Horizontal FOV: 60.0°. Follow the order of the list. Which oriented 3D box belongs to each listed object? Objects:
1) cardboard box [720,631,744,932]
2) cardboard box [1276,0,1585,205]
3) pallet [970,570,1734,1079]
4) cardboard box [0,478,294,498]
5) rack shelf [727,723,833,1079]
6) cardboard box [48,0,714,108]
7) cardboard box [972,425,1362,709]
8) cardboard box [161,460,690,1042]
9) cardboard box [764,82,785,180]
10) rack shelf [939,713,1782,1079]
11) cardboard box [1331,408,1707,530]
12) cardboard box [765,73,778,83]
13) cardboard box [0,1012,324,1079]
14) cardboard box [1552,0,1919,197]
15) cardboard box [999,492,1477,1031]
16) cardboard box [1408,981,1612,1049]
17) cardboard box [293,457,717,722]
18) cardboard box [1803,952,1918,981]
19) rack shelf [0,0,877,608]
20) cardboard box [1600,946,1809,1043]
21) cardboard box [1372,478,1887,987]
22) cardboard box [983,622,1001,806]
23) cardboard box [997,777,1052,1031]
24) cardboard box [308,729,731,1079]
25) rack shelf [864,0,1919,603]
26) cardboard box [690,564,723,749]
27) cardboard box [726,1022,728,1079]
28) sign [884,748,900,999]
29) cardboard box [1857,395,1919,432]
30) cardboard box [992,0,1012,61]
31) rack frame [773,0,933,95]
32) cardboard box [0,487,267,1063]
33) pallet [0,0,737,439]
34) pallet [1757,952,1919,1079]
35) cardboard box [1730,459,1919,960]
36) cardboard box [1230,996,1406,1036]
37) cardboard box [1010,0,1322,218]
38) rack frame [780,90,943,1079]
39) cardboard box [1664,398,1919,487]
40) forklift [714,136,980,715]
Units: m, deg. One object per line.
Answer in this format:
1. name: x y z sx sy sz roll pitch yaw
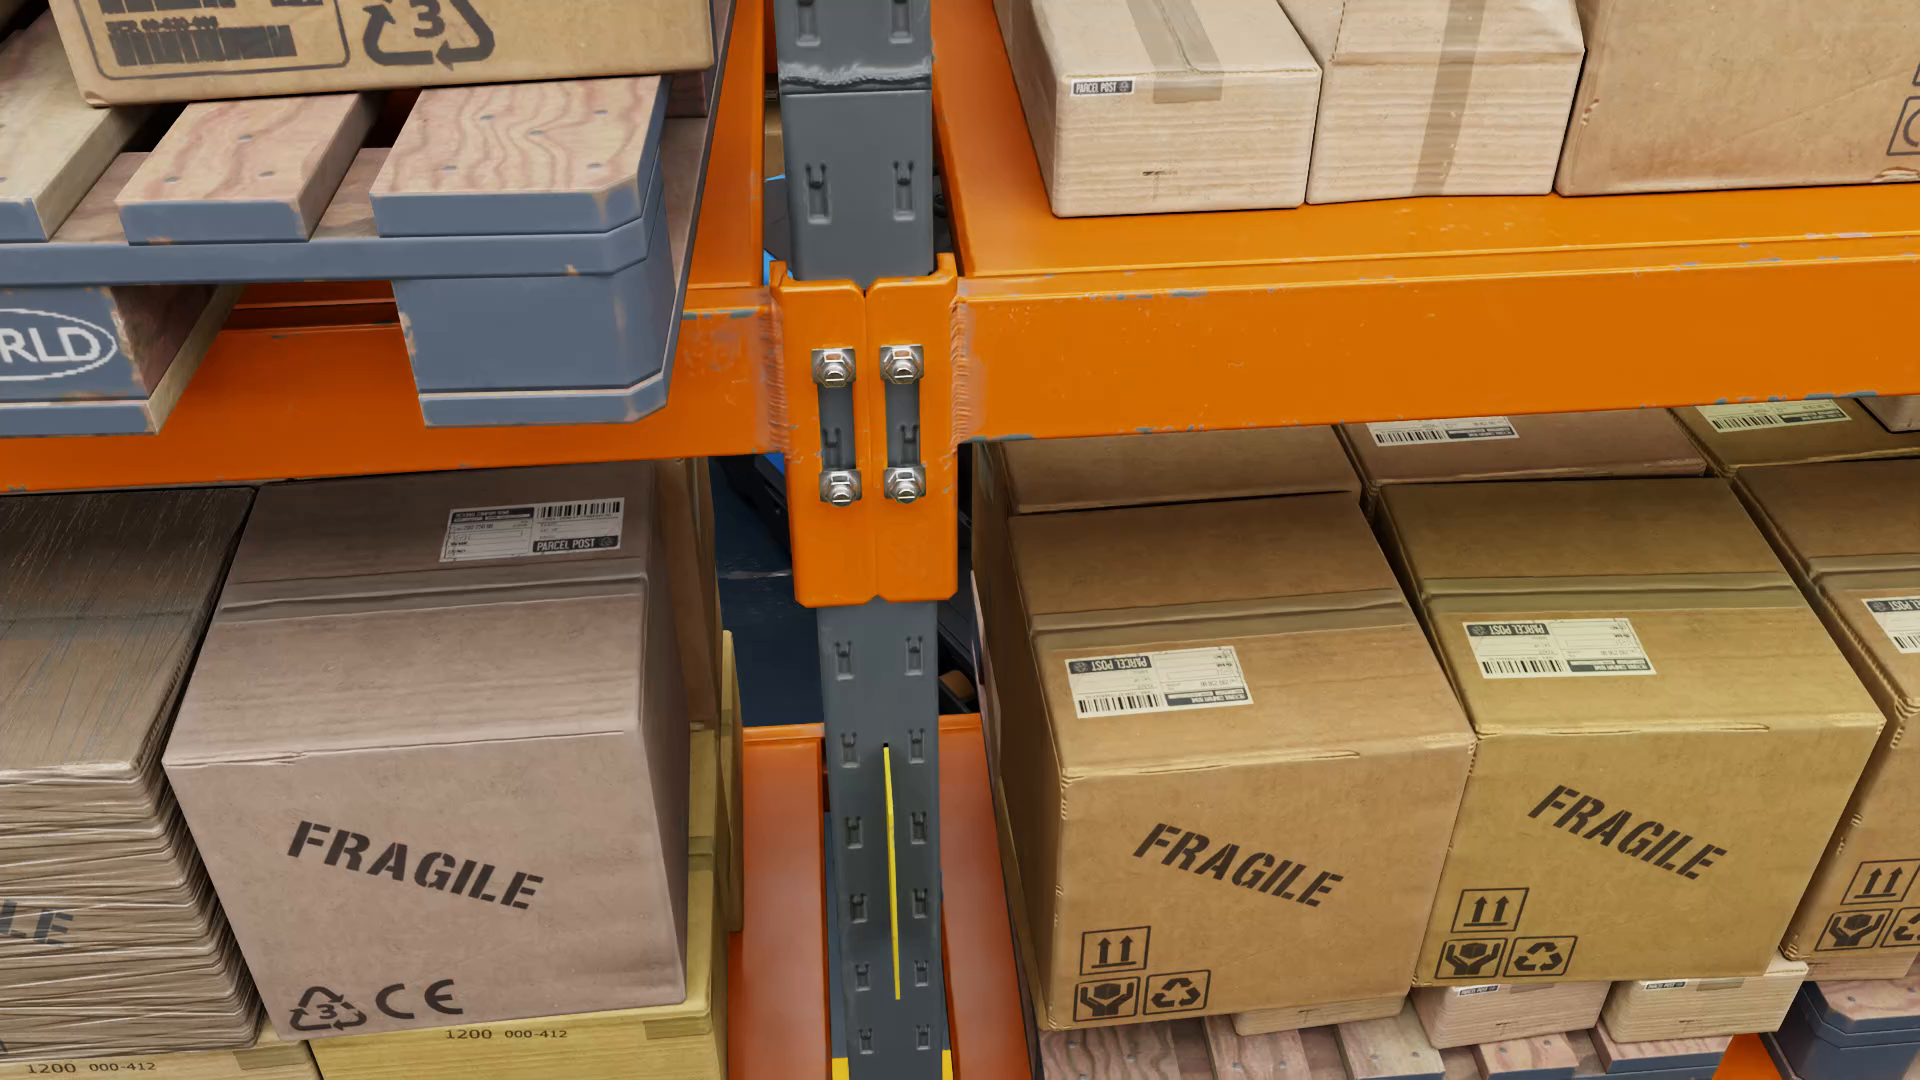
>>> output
1. cardboard box: -0.640 0.429 2.906 0.500 0.250 0.500 -4 38 -5
2. cardboard box: 0.453 -0.553 1.716 0.258 0.266 0.396 -3 38 -4
3. pallet: 0.570 0.469 2.889 1.003 0.211 1.213 -3 38 -4
4. cardboard box: -1.136 -0.024 2.471 0.500 0.500 0.500 -3 38 -4
5. rack shelf: -2.122 0.891 2.780 4.000 0.370 1.077 -3 38 -4
6. cardboard box: -0.492 -0.771 1.461 0.637 0.503 0.797 -5 39 -7
7. cardboard box: 0.298 -0.019 2.692 0.500 0.500 0.500 -4 38 -5
8. cardboard box: -0.622 0.257 2.115 0.500 0.500 0.500 -4 38 -5
9. cardboard box: -0.976 -1.592 7.024 0.500 0.500 0.500 -2 38 -3
10. rack shelf: 1.862 0.671 3.058 4.000 0.370 1.077 -3 38 -4
11. cardboard box: 0.812 -0.054 2.737 0.500 0.500 0.500 -4 38 -5
12. cardboard box: -1.018 -1.897 7.412 0.500 0.500 0.500 -2 38 -2
13. cardboard box: -1.100 0.575 2.317 0.500 0.250 0.500 -4 38 -5
14. cardboard box: 0.815 -0.764 1.795 0.500 0.500 0.700 -3 38 -4
15. cardboard box: 0.339 0.296 2.294 0.500 0.500 0.500 -4 38 -5
16. cardboard box: 0.771 0.548 2.498 0.250 0.149 0.380 -6 39 -7
17. cardboard box: -0.643 -0.057 2.513 0.500 0.500 0.500 -4 38 -5
18. cardboard box: 1.280 0.484 2.579 0.250 0.149 0.380 -1 38 -1
19. rack shelf: -2.122 -0.287 1.851 4.000 0.370 1.077 -3 38 -4
20. cardboard box: 1.047 0.546 2.501 0.250 0.149 0.380 -3 38 -4
21. cardboard box: 0.857 0.263 2.335 0.500 0.500 0.500 -1 38 -2
22. cardboard box: 0.176 0.269 2.851 0.250 0.149 0.380 -2 38 -2
23. cardboard box: 0.210 0.529 2.521 0.250 0.149 0.380 -5 39 -7
24. cardboard box: -0.590 0.545 2.356 0.500 0.250 0.500 -3 38 -4
25. rack shelf: 1.862 -0.506 2.129 4.000 0.370 1.077 -3 38 -4
26. cardboard box: -0.657 0.237 2.746 0.500 0.250 0.500 -3 38 -4
27. cardboard box: -0.611 0.745 2.505 0.500 0.250 0.500 -4 38 -6
28. sign: -0.078 0.386 1.904 0.005 0.325 0.100 -3 38 -4
29. cardboard box: 1.474 -0.341 2.577 0.250 0.149 0.380 -5 39 -6
30. cardboard box: 0.165 -0.727 2.031 0.250 0.149 0.380 -3 38 -4
31. rack frame: -0.130 -1.857 0.838 0.127 3.000 1.000 -3 38 -4
32. cardboard box: -1.132 0.290 2.073 0.500 0.500 0.500 -3 38 -3
33. pallet: -0.767 -0.537 1.740 1.003 0.211 1.213 -1 38 -2
34. pallet: 1.838 0.440 2.926 1.213 0.211 1.003 -3 38 -4
35. cardboard box: 1.385 0.230 2.378 0.500 0.500 0.500 -3 38 -3
36. cardboard box: 0.495 0.534 2.515 0.250 0.149 0.380 -5 39 -7
37. cardboard box: 0.199 -0.493 1.734 0.250 0.149 0.380 -3 38 -4
38. rack frame: -0.130 0.499 2.697 0.127 3.000 1.000 -3 38 -4
39. cardboard box: 1.315 -0.082 2.773 0.500 0.500 0.500 -6 39 -7
40. forklift: 0.348 -0.831 4.436 1.130 2.935 3.031 -23 44 -26
